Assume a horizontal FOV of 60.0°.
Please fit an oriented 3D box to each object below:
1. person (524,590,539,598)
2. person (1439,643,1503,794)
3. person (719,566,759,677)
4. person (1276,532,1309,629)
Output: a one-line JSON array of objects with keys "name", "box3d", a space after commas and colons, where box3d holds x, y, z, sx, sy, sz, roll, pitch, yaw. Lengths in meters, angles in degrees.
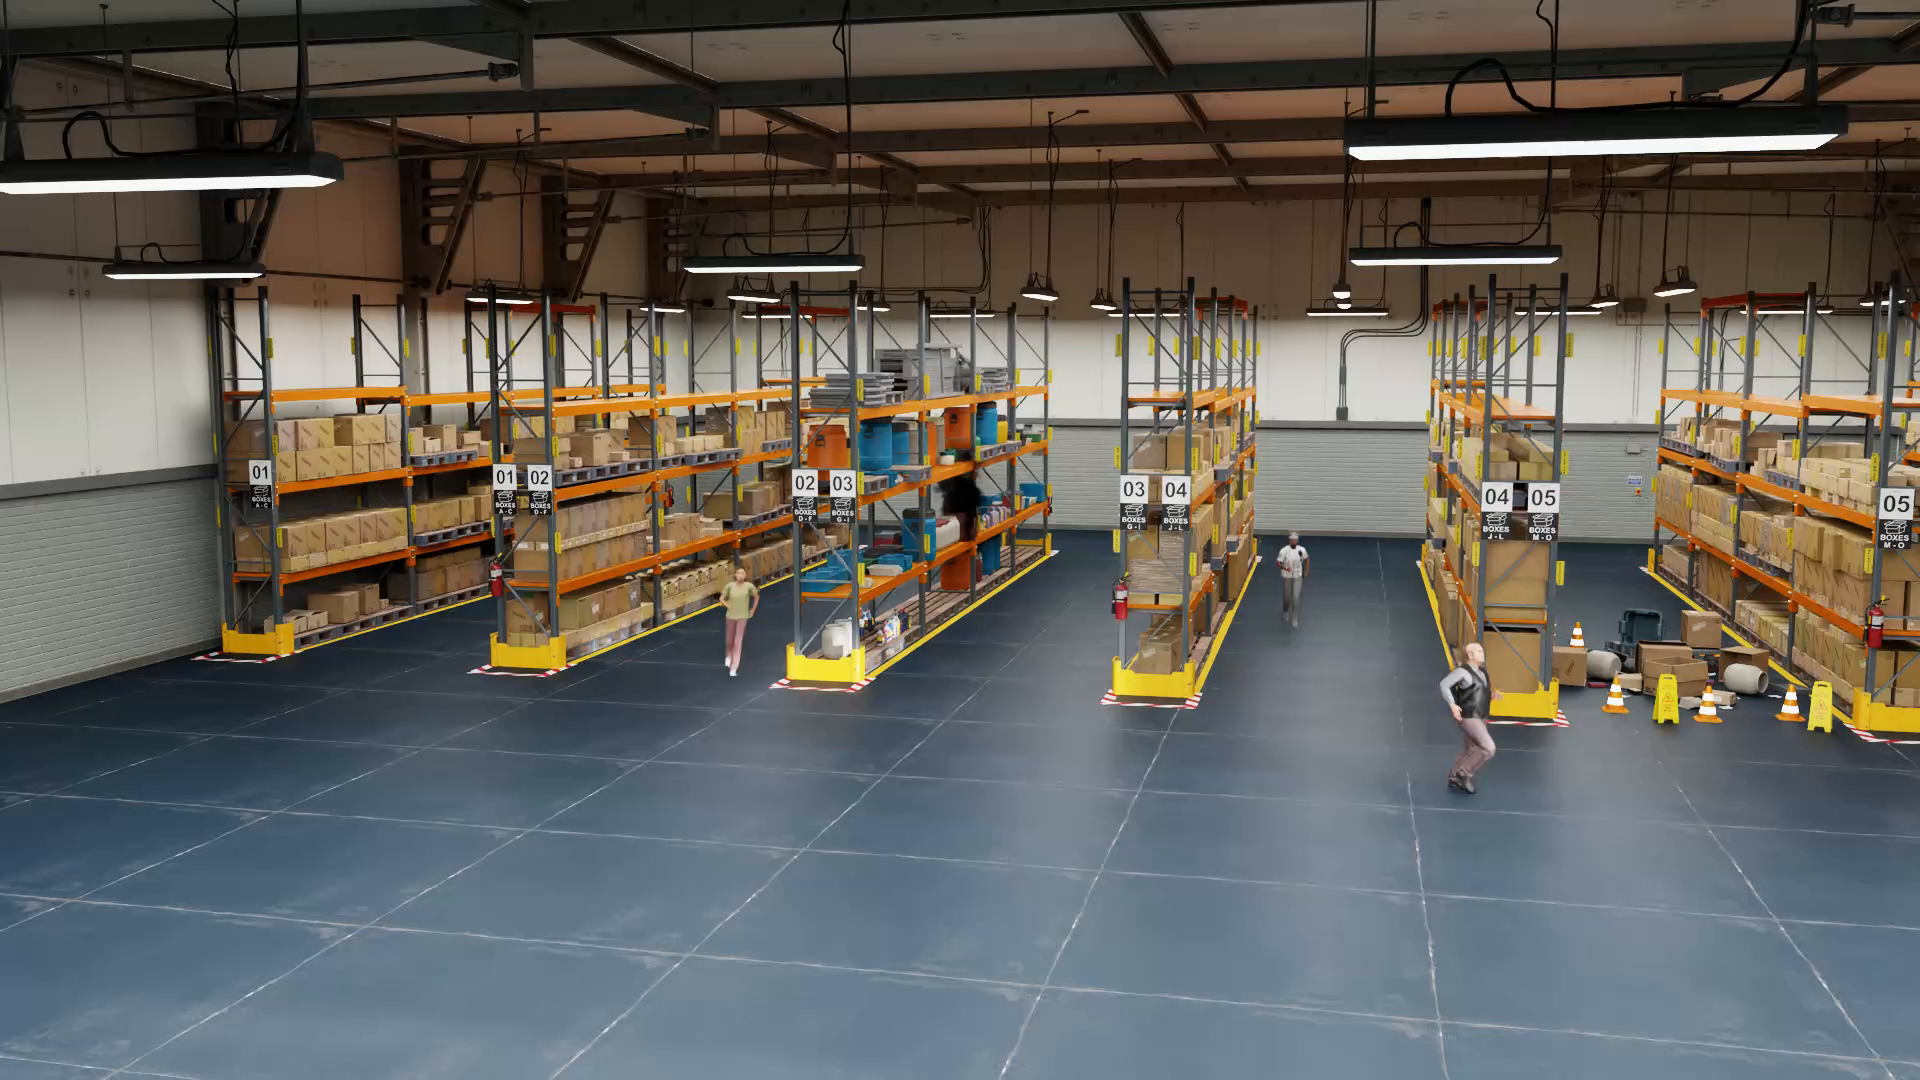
[{"name": "person", "box3d": [-7.579, 0.738, 29.656, 0.661, 1.745, 0.548, 2, 7, 16]}, {"name": "person", "box3d": [5.787, 2.007, 18.690, 0.642, 1.695, 0.643, 6, 9, 41]}, {"name": "person", "box3d": [-3.422, 1.225, 25.779, 0.608, 1.670, 0.826, 0, 7, -3]}, {"name": "person", "box3d": [6.041, 0.696, 30.205, 0.596, 1.719, 0.830, 1, 7, 7]}]
